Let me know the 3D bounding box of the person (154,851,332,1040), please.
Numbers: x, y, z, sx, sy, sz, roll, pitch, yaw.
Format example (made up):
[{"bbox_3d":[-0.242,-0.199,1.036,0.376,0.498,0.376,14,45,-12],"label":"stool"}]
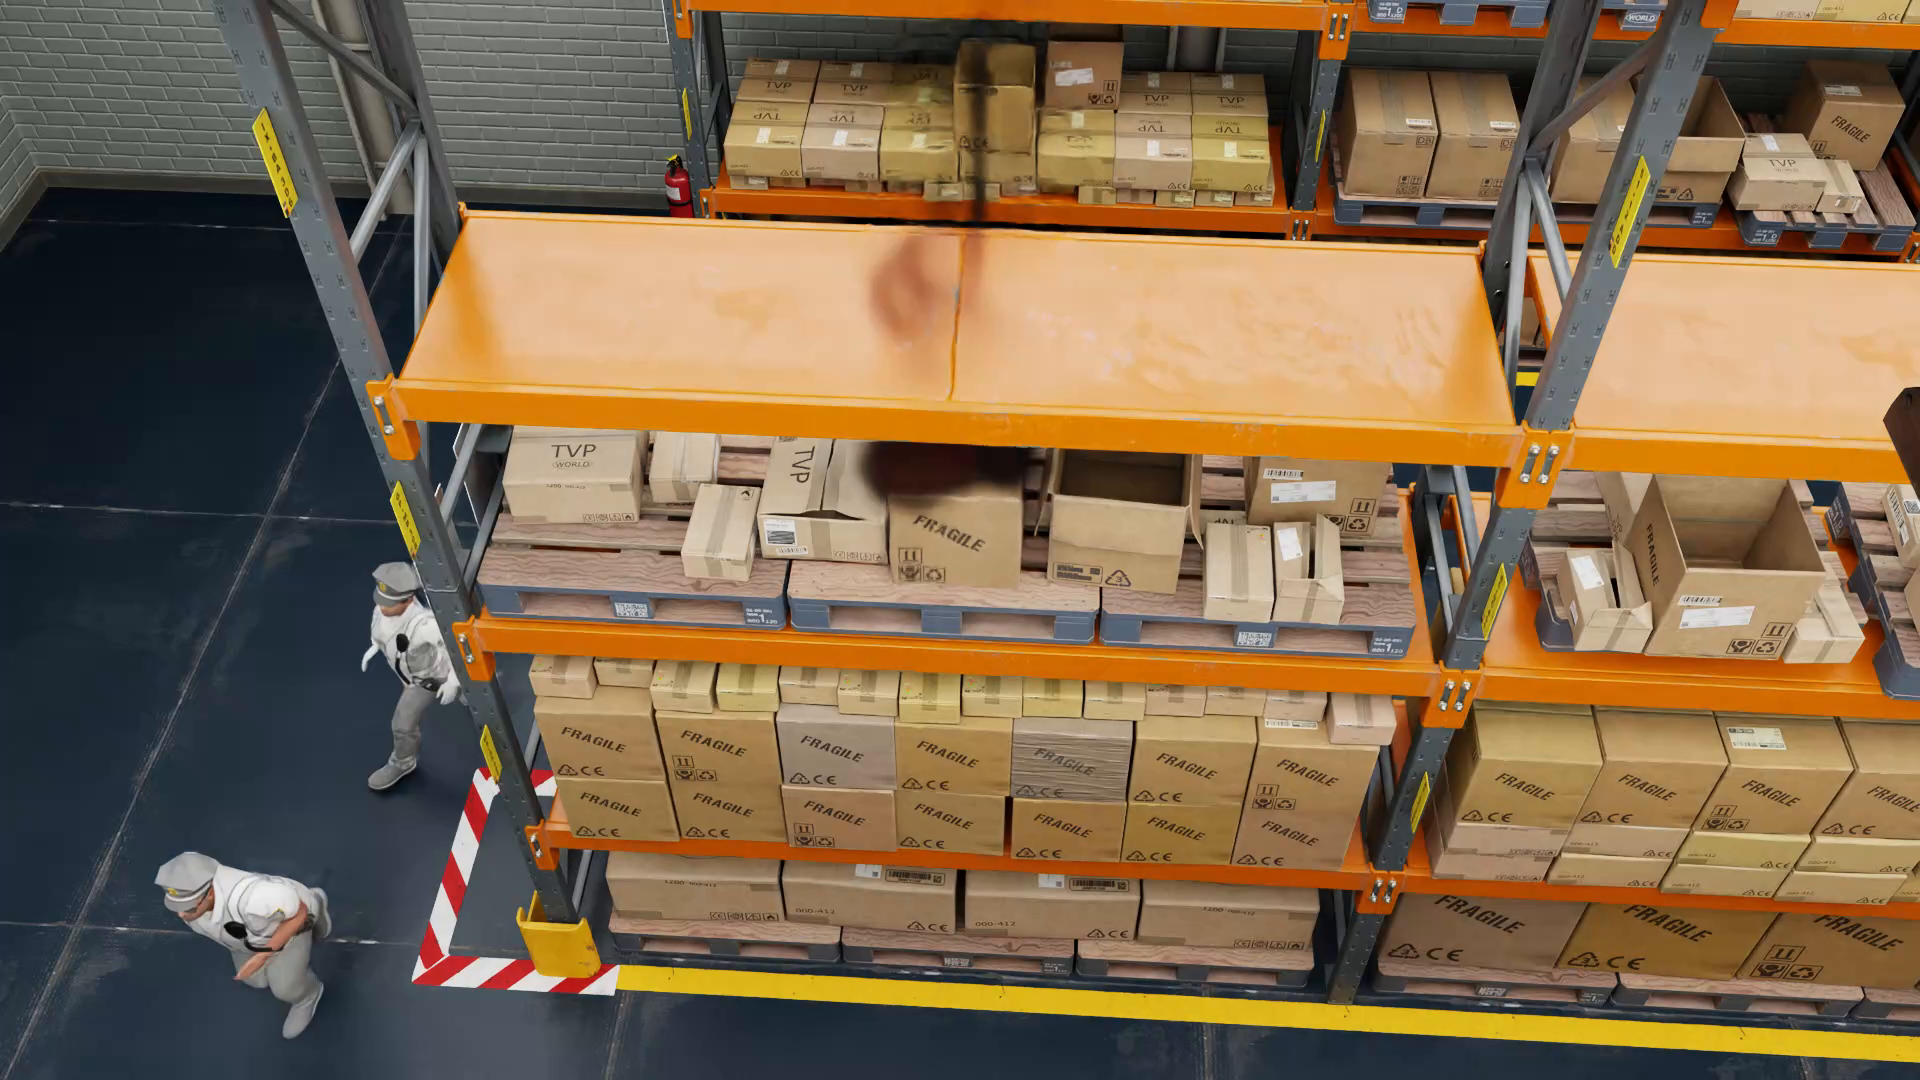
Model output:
[{"bbox_3d":[-3.321,1.819,7.991,0.659,1.714,0.776,7,48,6],"label":"person"}]

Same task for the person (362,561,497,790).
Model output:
[{"bbox_3d":[-2.932,0.714,8.956,0.877,1.673,0.676,-32,55,-26],"label":"person"}]
